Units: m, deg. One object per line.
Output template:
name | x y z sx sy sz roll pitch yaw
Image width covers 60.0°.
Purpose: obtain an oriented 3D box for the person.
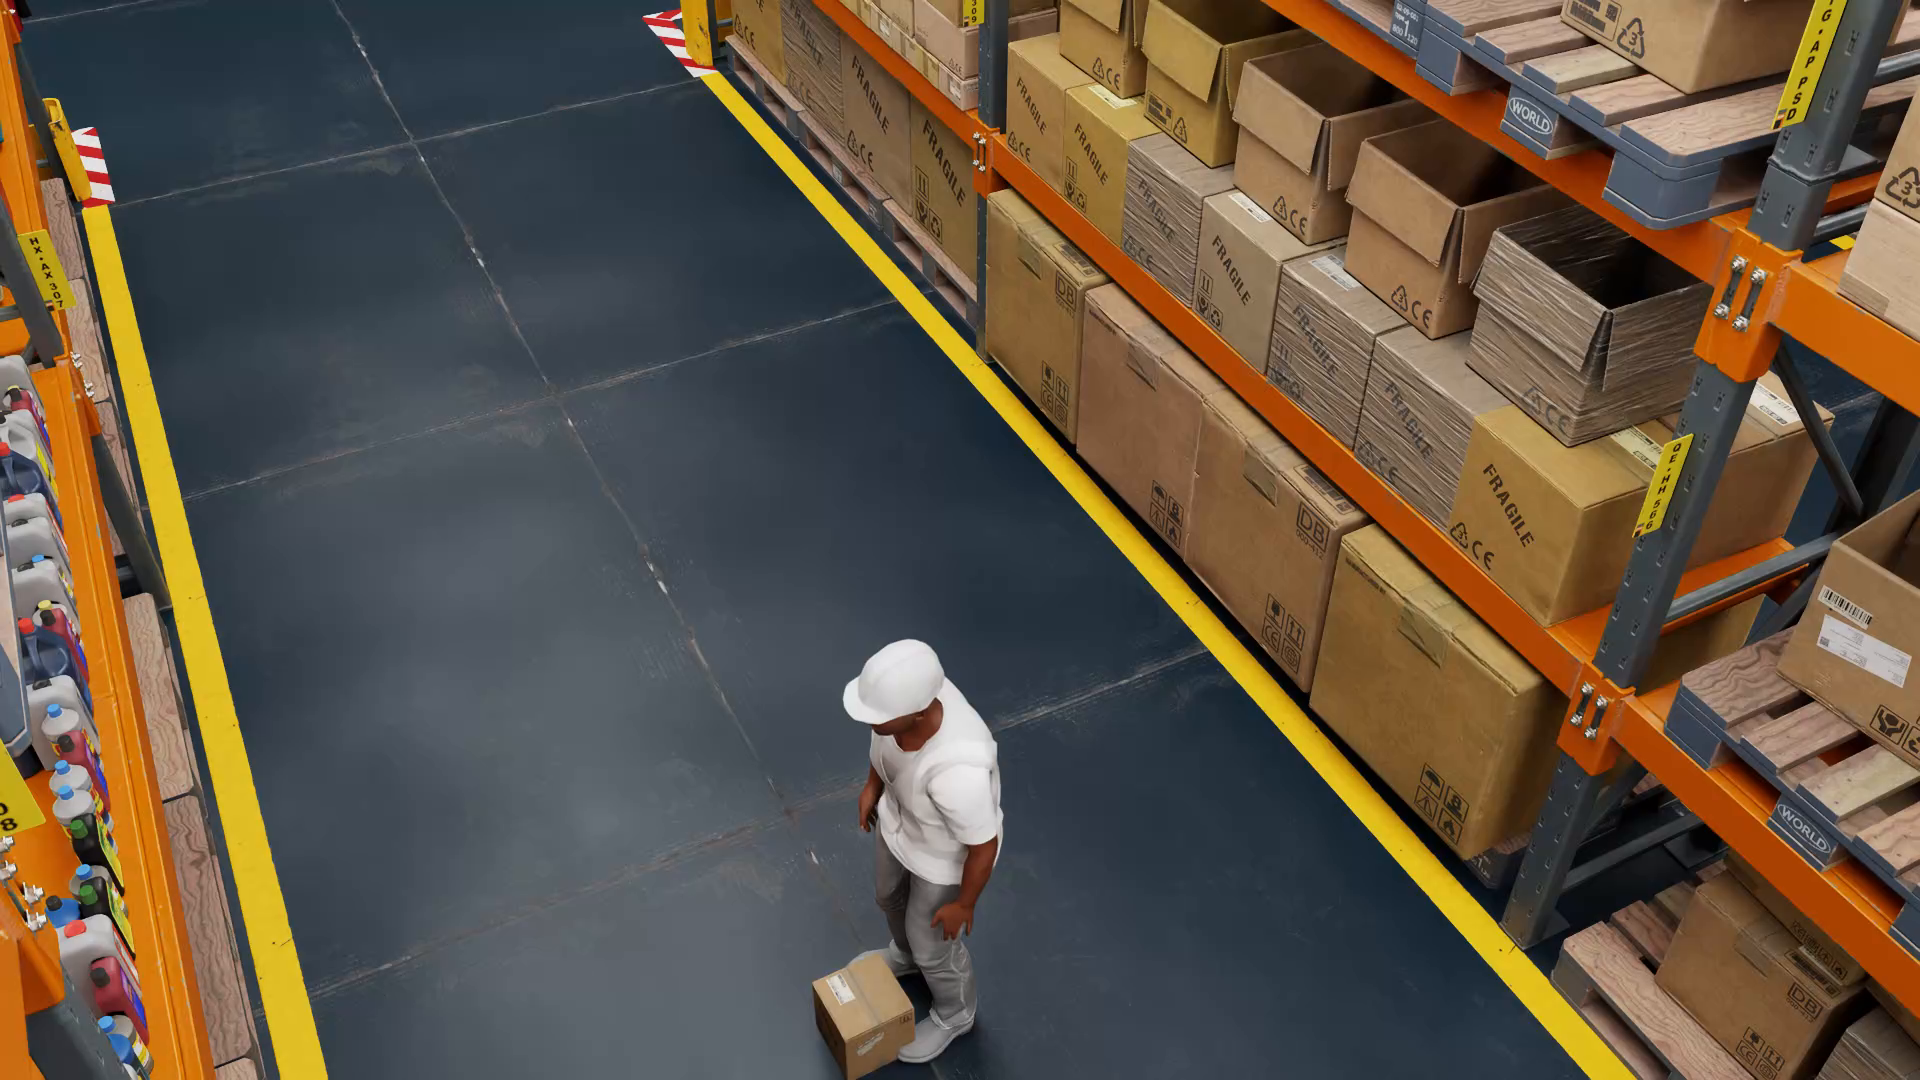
person | -0.118 0.928 5.078 0.457 1.760 0.615 -21 45 -22
